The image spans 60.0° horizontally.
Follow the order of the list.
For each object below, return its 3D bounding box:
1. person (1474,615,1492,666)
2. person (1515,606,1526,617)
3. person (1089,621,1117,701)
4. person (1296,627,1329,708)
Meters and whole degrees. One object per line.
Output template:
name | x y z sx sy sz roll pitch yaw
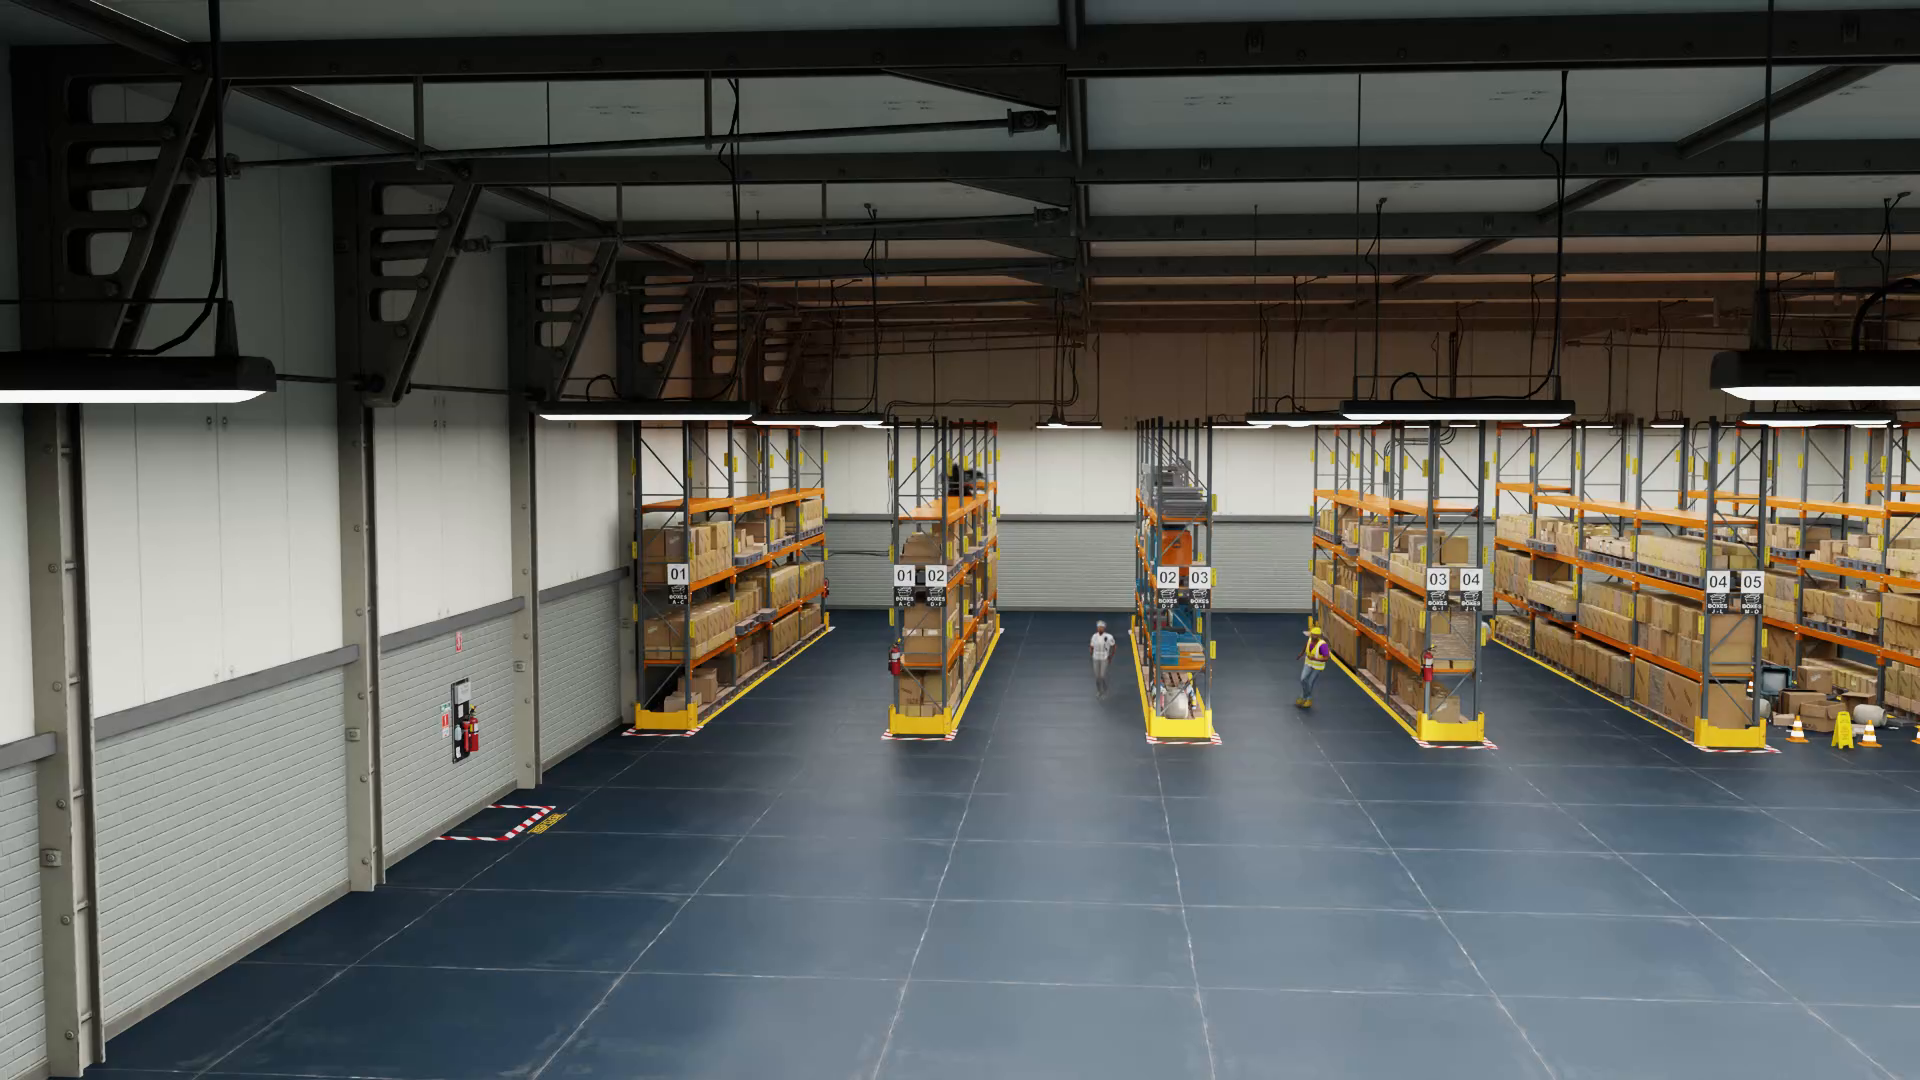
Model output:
person | 11.806 2.424 38.205 0.688 1.608 1.134 0 4 6
person | 16.144 1.762 47.630 0.833 1.669 0.614 -1 4 -15
person | 3.002 2.573 35.452 0.568 1.713 0.624 2 4 25
person | 7.289 2.614 34.460 0.822 1.664 0.725 2 4 31
